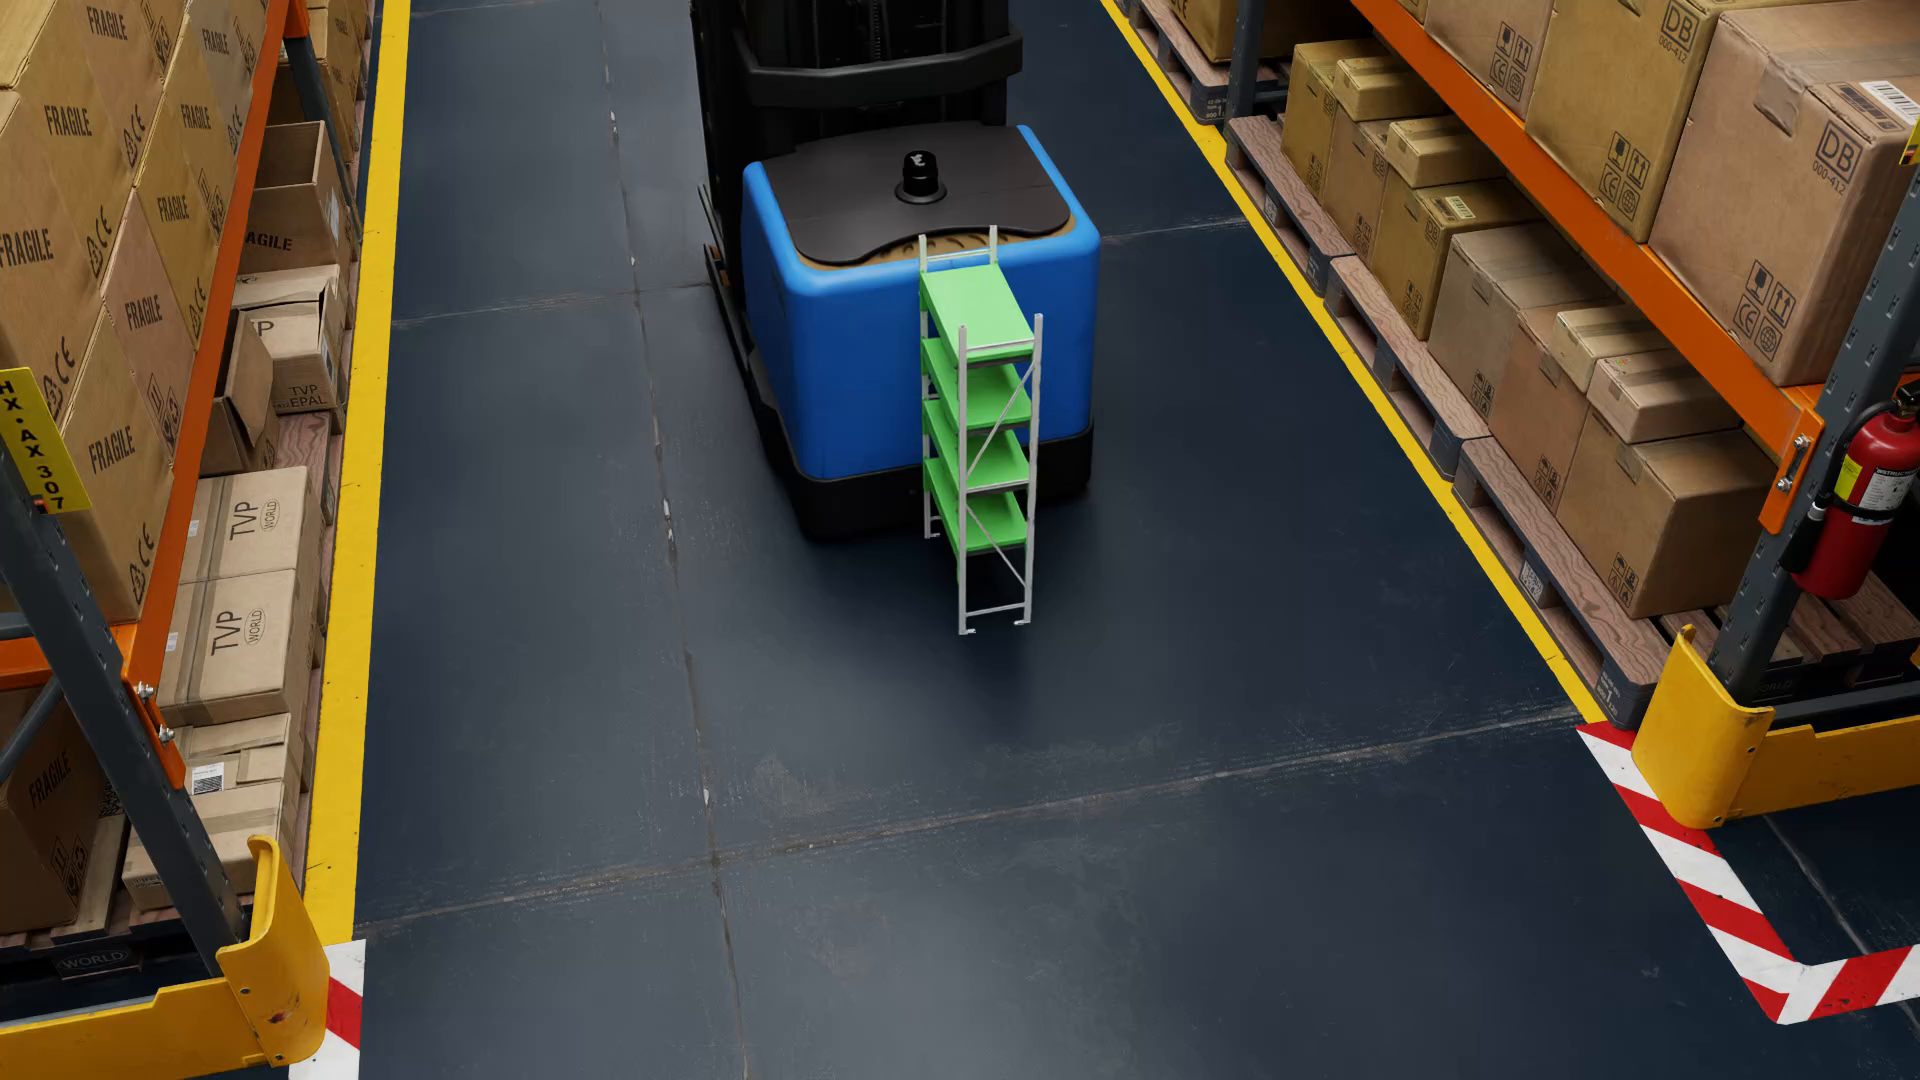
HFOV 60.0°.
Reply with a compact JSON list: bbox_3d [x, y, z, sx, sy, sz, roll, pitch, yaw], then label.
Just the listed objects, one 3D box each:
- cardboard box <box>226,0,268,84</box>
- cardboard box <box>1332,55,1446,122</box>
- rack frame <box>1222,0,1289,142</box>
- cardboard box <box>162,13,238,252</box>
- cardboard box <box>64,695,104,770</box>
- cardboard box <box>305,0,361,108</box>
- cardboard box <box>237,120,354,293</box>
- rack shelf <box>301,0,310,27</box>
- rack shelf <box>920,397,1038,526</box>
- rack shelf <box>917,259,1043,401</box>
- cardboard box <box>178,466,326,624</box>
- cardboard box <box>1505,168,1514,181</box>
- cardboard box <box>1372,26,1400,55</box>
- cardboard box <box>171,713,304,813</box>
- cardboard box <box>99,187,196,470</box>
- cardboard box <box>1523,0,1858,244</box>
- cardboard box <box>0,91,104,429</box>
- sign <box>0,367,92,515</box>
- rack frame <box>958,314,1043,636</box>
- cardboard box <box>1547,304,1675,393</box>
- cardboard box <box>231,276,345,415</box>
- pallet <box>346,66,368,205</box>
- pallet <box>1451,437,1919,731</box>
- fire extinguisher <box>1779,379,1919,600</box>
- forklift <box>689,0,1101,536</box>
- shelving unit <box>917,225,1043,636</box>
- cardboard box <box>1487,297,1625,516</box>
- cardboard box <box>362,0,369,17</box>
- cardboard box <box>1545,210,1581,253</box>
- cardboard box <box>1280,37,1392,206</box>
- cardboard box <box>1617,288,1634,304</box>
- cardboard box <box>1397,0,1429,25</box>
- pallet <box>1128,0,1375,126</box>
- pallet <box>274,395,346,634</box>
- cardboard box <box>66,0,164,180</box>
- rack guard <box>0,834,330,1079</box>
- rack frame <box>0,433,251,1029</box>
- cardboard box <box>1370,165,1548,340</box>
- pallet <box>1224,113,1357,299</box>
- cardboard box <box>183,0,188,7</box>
[{"bbox_3d":[-2.615,-1.783,5.424,0.500,0.500,0.500,-7,42,-8],"label":"cardboard box"},{"bbox_3d":[1.707,-1.796,6.592,0.380,0.149,0.250,-7,42,-8],"label":"cardboard box"},{"bbox_3d":[1.750,-3.079,6.959,1.000,3.000,0.127,-8,42,-9],"label":"rack frame"},{"bbox_3d":[-2.389,-1.121,4.678,0.500,0.500,0.500,-8,42,-9],"label":"cardboard box"},{"bbox_3d":[-2.580,0.528,4.698,0.380,0.166,0.250,-8,42,-9],"label":"cardboard box"},{"bbox_3d":[-3.078,-2.289,7.621,0.500,0.500,0.500,-8,42,-9],"label":"cardboard box"},{"bbox_3d":[-2.686,-1.268,6.471,0.500,0.500,0.500,-8,42,-9],"label":"cardboard box"},{"bbox_3d":[-3.518,-3.394,7.856,1.077,0.370,4.000,-8,42,-9],"label":"rack shelf"},{"bbox_3d":[0.054,-0.271,5.248,0.258,0.148,0.480,-10,42,-11],"label":"rack shelf"},{"bbox_3d":[0.054,-0.630,4.929,0.258,0.148,0.480,-10,42,-11],"label":"rack shelf"},{"bbox_3d":[-2.279,0.048,5.176,0.500,0.250,0.500,-8,42,-9],"label":"cardboard box"},{"bbox_3d":[2.201,-1.491,6.248,0.380,0.149,0.250,-8,42,-9],"label":"cardboard box"},{"bbox_3d":[1.974,-2.167,7.010,0.380,0.149,0.250,-9,42,-10],"label":"cardboard box"},{"bbox_3d":[-2.031,0.638,4.574,0.380,0.166,0.250,-8,42,-9],"label":"cardboard box"},{"bbox_3d":[-2.177,-0.471,3.945,0.500,0.500,0.500,-9,42,-10],"label":"cardboard box"},{"bbox_3d":[2.326,-1.398,4.839,0.980,0.700,0.700,-9,42,-10],"label":"cardboard box"},{"bbox_3d":[-2.061,-0.511,3.238,0.500,0.500,0.500,-7,42,-8],"label":"cardboard box"},{"bbox_3d":[-1.693,-0.176,3.036,0.100,0.325,0.005,-8,42,-9],"label":"sign"},{"bbox_3d":[0.113,-0.162,5.028,0.240,1.200,0.015,-10,42,-11],"label":"rack frame"},{"bbox_3d":[2.103,-0.613,5.259,0.380,0.149,0.250,-7,42,-8],"label":"cardboard box"},{"bbox_3d":[-2.524,-0.711,5.986,0.500,0.311,0.500,-8,42,-9],"label":"cardboard box"},{"bbox_3d":[-3.298,-1.846,7.671,1.003,0.211,1.213,-8,42,-9],"label":"pallet"},{"bbox_3d":[2.364,0.049,5.535,1.003,0.211,1.213,-8,42,-9],"label":"pallet"},{"bbox_3d":[2.195,-0.154,4.003,0.296,0.674,0.183,-8,42,-9],"label":"fire extinguisher"},{"bbox_3d":[-0.434,-2.101,5.909,1.130,2.935,3.031,-11,43,-12],"label":"forklift"},{"bbox_3d":[0.054,-0.319,5.205,0.258,1.200,0.503,-10,42,-11],"label":"shelving unit"},{"bbox_3d":[2.257,-0.472,5.589,0.700,0.500,0.500,-8,42,-9],"label":"cardboard box"},{"bbox_3d":[-3.288,-2.942,8.356,0.500,0.500,0.500,-10,43,-11],"label":"cardboard box"},{"bbox_3d":[2.312,-1.160,5.875,0.380,0.149,0.250,-8,42,-9],"label":"cardboard box"},{"bbox_3d":[1.811,-1.802,7.087,0.700,0.500,0.500,-8,42,-9],"label":"cardboard box"},{"bbox_3d":[2.423,-0.829,5.502,0.380,0.149,0.250,-8,42,-9],"label":"cardboard box"},{"bbox_3d":[2.003,-2.364,5.927,0.980,0.700,0.700,-9,42,-10],"label":"cardboard box"},{"bbox_3d":[1.510,-2.526,8.436,1.003,0.211,1.213,-8,42,-9],"label":"pallet"},{"bbox_3d":[-2.672,-0.086,5.688,1.003,0.211,1.213,-8,42,-9],"label":"pallet"},{"bbox_3d":[-2.284,-1.174,3.984,0.500,0.500,0.500,-8,42,-9],"label":"cardboard box"},{"bbox_3d":[-2.239,1.111,4.121,1.175,0.500,0.348,-8,42,-9],"label":"rack guard"},{"bbox_3d":[-2.223,0.226,3.236,1.000,3.000,0.127,-8,42,-9],"label":"rack frame"},{"bbox_3d":[2.025,-1.143,6.345,0.700,0.500,0.500,-7,42,-8],"label":"cardboard box"},{"bbox_3d":[1.838,-1.532,7.317,1.003,0.211,1.213,-8,42,-9],"label":"pallet"},{"bbox_3d":[-2.502,-1.829,4.723,0.500,0.500,0.500,-8,42,-9],"label":"cardboard box"}]
